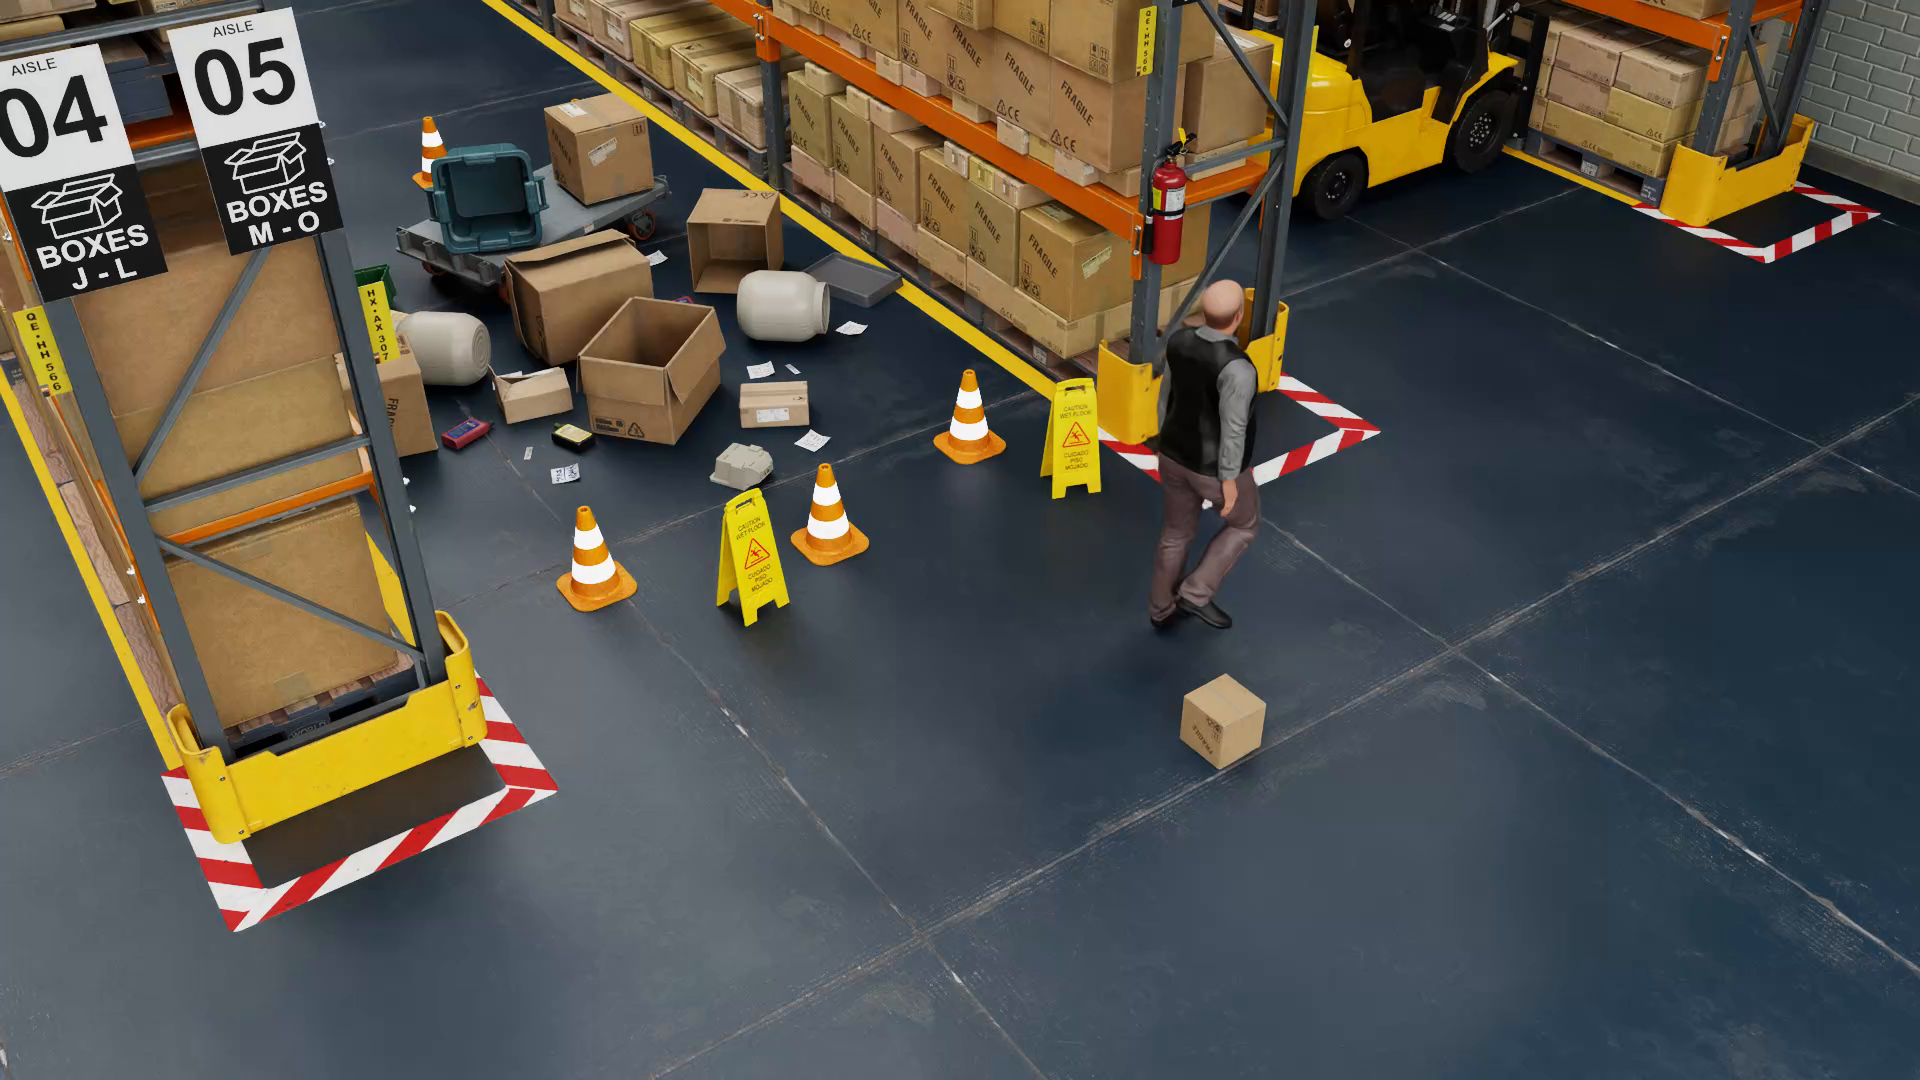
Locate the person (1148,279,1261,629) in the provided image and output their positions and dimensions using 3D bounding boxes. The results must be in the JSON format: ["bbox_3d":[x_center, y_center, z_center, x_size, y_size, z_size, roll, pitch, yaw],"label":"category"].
[{"bbox_3d":[1.087,-0.362,7.493,0.490,1.708,0.567,-26,44,-31],"label":"person"}]
